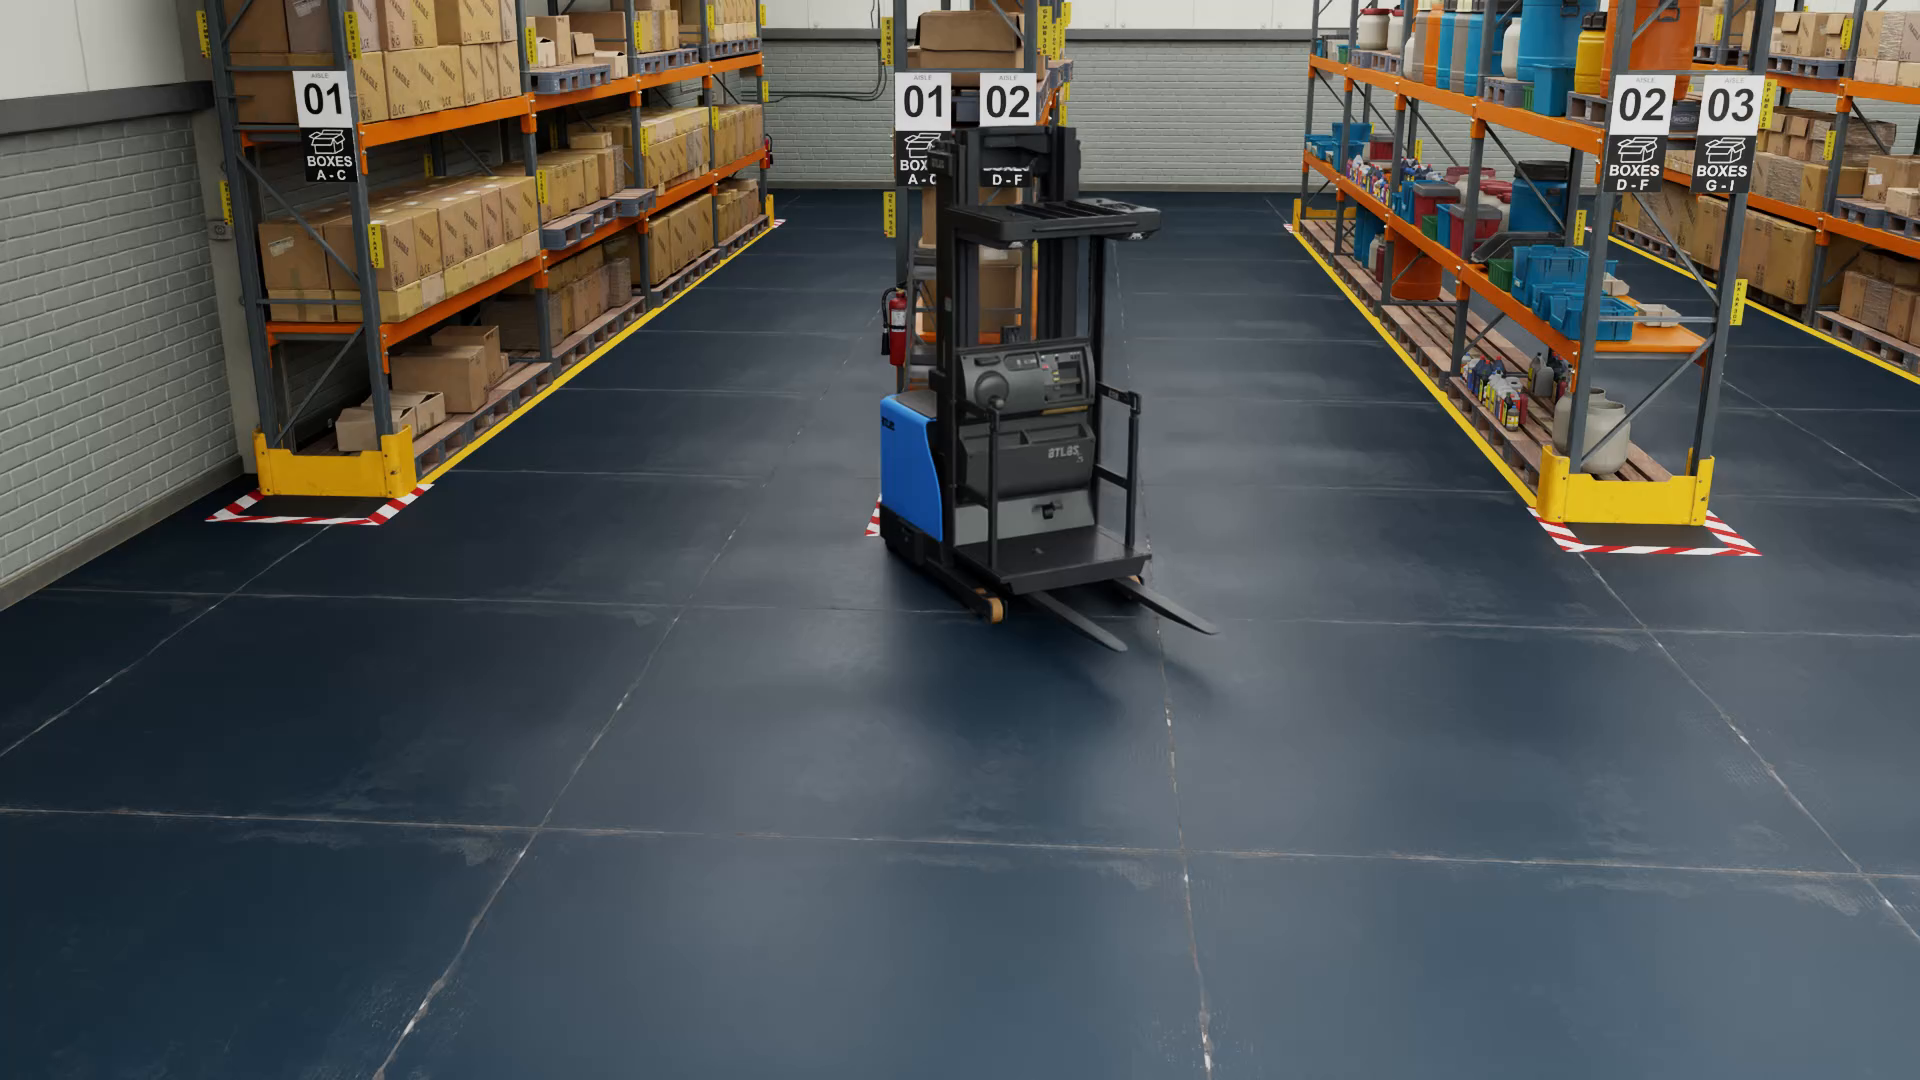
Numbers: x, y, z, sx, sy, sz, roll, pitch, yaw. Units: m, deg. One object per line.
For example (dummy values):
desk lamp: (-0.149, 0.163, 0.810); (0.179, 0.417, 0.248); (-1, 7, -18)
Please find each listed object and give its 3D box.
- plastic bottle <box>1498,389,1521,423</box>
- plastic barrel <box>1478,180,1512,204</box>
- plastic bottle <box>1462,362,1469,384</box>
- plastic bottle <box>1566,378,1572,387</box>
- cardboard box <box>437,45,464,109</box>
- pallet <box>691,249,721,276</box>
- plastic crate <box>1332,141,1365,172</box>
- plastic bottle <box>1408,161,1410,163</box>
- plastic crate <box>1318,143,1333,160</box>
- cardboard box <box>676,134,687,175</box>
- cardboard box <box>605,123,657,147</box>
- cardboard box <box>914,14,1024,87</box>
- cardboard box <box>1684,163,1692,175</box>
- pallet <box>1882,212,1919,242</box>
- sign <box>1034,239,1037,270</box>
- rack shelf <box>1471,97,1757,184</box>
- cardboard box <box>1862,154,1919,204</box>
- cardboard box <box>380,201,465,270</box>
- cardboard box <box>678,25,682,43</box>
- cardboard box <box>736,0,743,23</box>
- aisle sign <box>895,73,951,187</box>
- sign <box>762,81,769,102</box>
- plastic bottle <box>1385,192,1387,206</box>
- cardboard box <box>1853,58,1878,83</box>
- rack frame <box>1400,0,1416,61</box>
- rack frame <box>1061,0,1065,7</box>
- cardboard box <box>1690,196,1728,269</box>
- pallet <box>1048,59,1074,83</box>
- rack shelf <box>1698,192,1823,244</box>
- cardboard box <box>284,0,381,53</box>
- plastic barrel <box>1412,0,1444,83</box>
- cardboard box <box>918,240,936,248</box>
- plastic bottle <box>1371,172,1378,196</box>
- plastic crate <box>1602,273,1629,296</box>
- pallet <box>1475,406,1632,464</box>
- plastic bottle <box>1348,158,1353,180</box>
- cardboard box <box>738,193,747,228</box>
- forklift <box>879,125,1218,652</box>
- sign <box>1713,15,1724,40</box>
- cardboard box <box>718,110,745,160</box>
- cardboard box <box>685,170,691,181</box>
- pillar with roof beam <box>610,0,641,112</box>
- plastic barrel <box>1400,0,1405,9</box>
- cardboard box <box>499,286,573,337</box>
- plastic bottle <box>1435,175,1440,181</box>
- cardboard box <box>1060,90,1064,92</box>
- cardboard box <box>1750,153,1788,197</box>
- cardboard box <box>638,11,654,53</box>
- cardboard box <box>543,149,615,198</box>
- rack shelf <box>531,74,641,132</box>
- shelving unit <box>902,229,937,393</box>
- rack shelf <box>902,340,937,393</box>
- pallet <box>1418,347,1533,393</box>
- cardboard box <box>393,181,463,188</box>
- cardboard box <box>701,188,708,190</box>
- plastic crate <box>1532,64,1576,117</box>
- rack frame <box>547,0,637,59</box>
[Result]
plastic bottle: (4.717, -1.146, 14.271); (0.152, 0.276, 0.135); (1, 18, 4)
plastic barrel: (5.635, -3.535, 17.675); (0.433, 0.535, 0.433); (0, 18, 0)
plastic bottle: (4.797, -1.574, 15.698); (0.097, 0.201, 0.097); (0, 18, 0)
plastic bottle: (5.453, -1.314, 14.783); (0.152, 0.276, 0.135); (2, 18, 5)
cardboard box: (-4.507, -3.870, 13.905); (0.500, 0.500, 0.500); (2, 18, 7)
pallet: (-4.024, -3.955, 23.654); (1.003, 0.211, 1.213); (1, 18, 4)
plastic crate: (5.531, -5.474, 23.741); (0.392, 0.384, 0.575); (1, 18, 4)
plastic bottle: (6.105, -4.998, 22.559); (0.152, 0.276, 0.135); (1, 18, 4)
plastic crate: (5.662, -5.920, 25.346); (0.416, 0.233, 0.300); (1, 18, 4)
cardboard box: (-3.928, -5.101, 22.003); (0.500, 0.500, 0.500); (2, 18, 5)
cardboard box: (-4.039, -4.978, 20.424); (0.500, 0.250, 0.500); (2, 18, 5)
cardboard box: (0.082, -3.604, 12.223); (0.797, 0.503, 0.637); (3, 18, 8)
cardboard box: (10.491, -5.253, 23.539); (0.380, 0.149, 0.250); (2, 18, 5)
pallet: (10.390, -3.241, 17.304); (1.003, 0.211, 1.213); (1, 18, 4)
sign: (0.590, -2.120, 12.058); (0.100, 0.325, 0.005); (1, 18, 4)
rack shelf: (5.121, -3.278, 13.448); (1.077, 0.370, 4.000); (1, 18, 4)
cardboard box: (10.492, -4.026, 18.557); (0.500, 0.500, 0.500); (-1, 18, -3)
cardboard box: (-4.482, -2.544, 13.875); (0.500, 0.500, 0.500); (1, 18, 2)
cardboard box: (-4.229, -7.341, 24.097); (0.500, 0.250, 0.500); (1, 18, 4)
cardboard box: (-3.613, -8.171, 25.426); (0.500, 0.500, 0.500); (0, 18, 1)
aisle sign: (-0.261, -2.907, 11.802); (0.394, 0.787, 0.004); (1, 18, 4)
sign: (-3.217, -7.410, 27.481); (0.100, 0.325, 0.005); (1, 18, 4)
plastic bottle: (5.181, -4.134, 20.042); (0.097, 0.201, 0.097); (0, 18, 0)
cardboard box: (10.203, -5.161, 18.281); (0.500, 0.250, 0.500); (2, 18, 5)
rack frame: (5.551, -6.909, 18.556); (1.000, 3.000, 0.127); (1, 18, 4)
rack frame: (1.184, -9.505, 26.480); (1.000, 3.000, 0.127); (1, 18, 4)
cardboard box: (10.752, -4.180, 22.602); (1.225, 0.875, 0.875); (1, 18, 4)
pallet: (0.651, -5.293, 18.744); (1.213, 0.211, 1.003); (2, 18, 6)
rack shelf: (10.634, -4.227, 21.161); (1.077, 0.370, 4.000); (1, 18, 4)
cardboard box: (-4.635, -3.866, 12.290); (0.500, 0.500, 0.500); (0, 18, 0)
plastic barrel: (5.275, -5.471, 18.182); (0.600, 0.901, 0.600); (0, 18, 0)
cardboard box: (-0.126, -2.164, 12.507); (0.380, 0.149, 0.250); (1, 18, 3)
plastic bottle: (5.236, -4.493, 21.004); (0.061, 0.283, 0.133); (1, 18, 4)
plastic crate: (5.400, -2.180, 14.184); (0.530, 0.136, 0.437); (1, 18, 4)
pallet: (5.089, -0.903, 14.340); (1.003, 0.211, 1.213); (1, 18, 4)
plastic bottle: (5.376, -5.099, 22.855); (0.061, 0.283, 0.133); (1, 18, 4)
cardboard box: (-3.779, -5.244, 26.450); (0.700, 0.500, 0.500); (1, 18, 2)
forklift: (0.528, -1.027, 10.350); (1.130, 2.935, 3.031); (-9, 20, -25)
sign: (10.224, -6.910, 22.421); (0.100, 0.325, 0.005); (1, 18, 4)
cardboard box: (-3.889, -6.285, 25.805); (0.980, 0.700, 0.700); (0, 18, 1)
cardboard box: (-3.888, -4.984, 22.688); (0.380, 0.149, 0.250); (1, 18, 4)
pillar with roof beam: (-0.563, -8.513, 23.452); (9.100, 9.000, 0.400); (1, 18, 4)
plastic barrel: (5.868, -6.630, 21.043); (0.600, 0.901, 0.708); (1, 18, 4)
cardboard box: (-4.594, -2.449, 17.887); (0.700, 0.500, 0.500); (1, 18, 3)
plastic bottle: (6.006, -4.447, 20.883); (0.097, 0.271, 0.097); (0, 18, 0)
cardboard box: (1.358, -6.715, 25.832); (0.500, 0.500, 0.500); (2, 18, 5)
cardboard box: (10.392, -4.628, 21.069); (0.500, 0.500, 0.500); (2, 18, 5)
cardboard box: (-4.315, -6.450, 21.107); (0.700, 0.500, 0.500); (2, 18, 7)
cardboard box: (-4.368, -4.215, 19.103); (0.700, 0.500, 0.500); (0, 18, -1)
rack shelf: (-4.474, -4.742, 17.915); (1.077, 0.370, 4.000); (1, 18, 4)
shelving unit: (-0.185, -1.161, 12.031); (0.431, 2.100, 0.503); (3, 15, 1)
rack shelf: (-0.186, -1.148, 12.034); (0.431, 0.518, 0.480); (3, 15, 1)
pallet: (5.282, -1.735, 16.880); (1.003, 0.211, 1.213); (1, 18, 4)
cardboard box: (-4.900, -3.030, 15.356); (0.500, 0.500, 0.500); (1, 18, 4)
cardboard box: (-4.024, -5.355, 25.746); (0.380, 0.149, 0.250); (1, 18, 4)
plastic crate: (4.814, -3.590, 13.271); (0.392, 0.384, 0.575); (1, 18, 4)
rack frame: (-4.331, -7.130, 19.231); (1.000, 3.000, 0.127); (1, 18, 4)
